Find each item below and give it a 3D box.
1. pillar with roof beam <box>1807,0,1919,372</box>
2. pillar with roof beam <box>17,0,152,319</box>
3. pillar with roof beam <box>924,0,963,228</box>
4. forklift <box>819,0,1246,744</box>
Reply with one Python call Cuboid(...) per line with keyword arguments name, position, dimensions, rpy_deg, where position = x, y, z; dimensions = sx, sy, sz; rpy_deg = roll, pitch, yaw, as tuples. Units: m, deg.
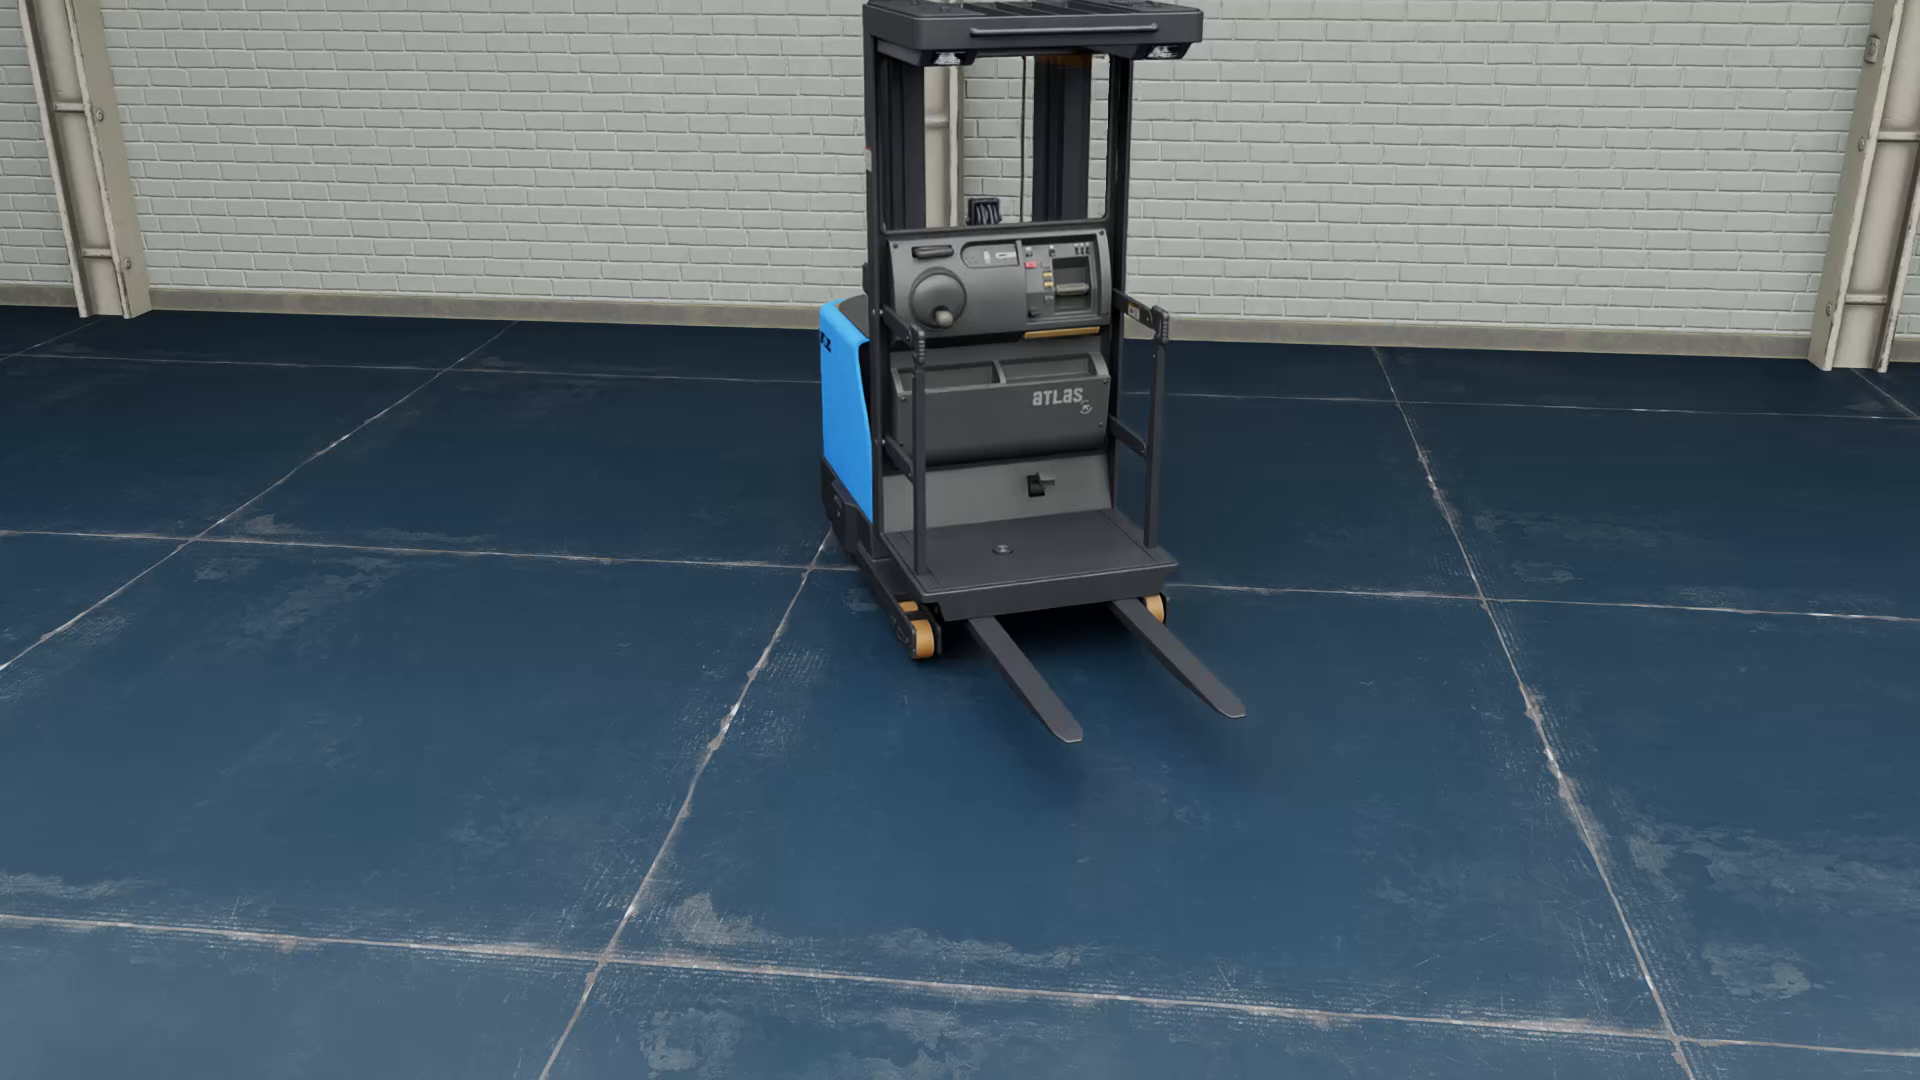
Cuboid(name="pillar with roof beam", position=(5.259, -3.753, 5.193), dimensions=(0.400, 9.000, 9.100), rpy_deg=(2, 22, 6))
Cuboid(name="pillar with roof beam", position=(-6.658, -4.272, 6.506), dimensions=(0.400, 9.000, 9.100), rpy_deg=(2, 22, 6))
Cuboid(name="pillar with roof beam", position=(-0.700, -4.013, 5.850), dimensions=(0.400, 9.000, 9.100), rpy_deg=(2, 22, 6))
Cuboid(name="forklift", position=(0.235, -1.041, 6.587), dimensions=(1.130, 2.935, 3.031), rpy_deg=(-6, 22, -16))
